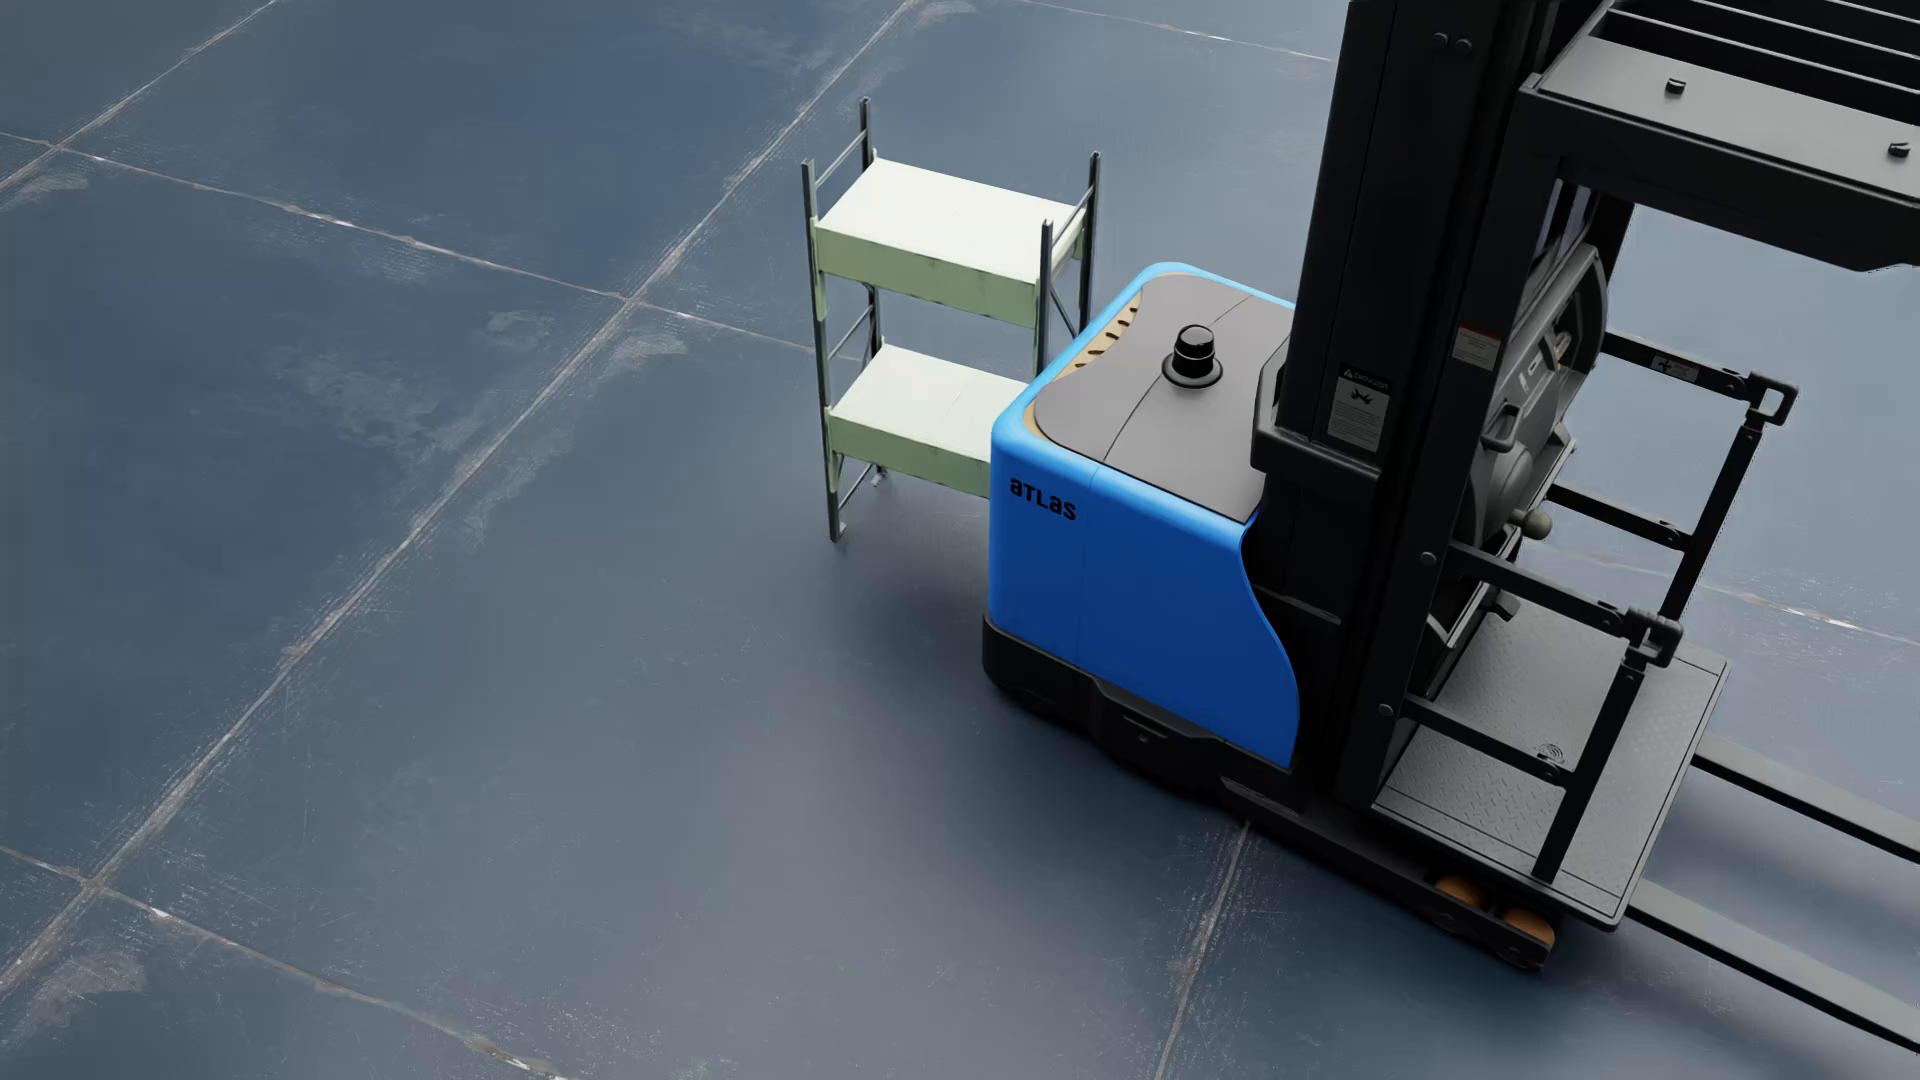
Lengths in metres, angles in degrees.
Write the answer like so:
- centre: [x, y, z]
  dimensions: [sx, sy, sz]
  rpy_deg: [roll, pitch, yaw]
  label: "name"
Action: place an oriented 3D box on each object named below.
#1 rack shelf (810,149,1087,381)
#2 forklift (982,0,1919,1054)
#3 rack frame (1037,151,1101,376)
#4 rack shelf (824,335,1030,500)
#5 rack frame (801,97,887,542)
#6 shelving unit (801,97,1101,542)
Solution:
- centre: [-0.023, -0.827, 4.965]
  dimensions: [0.720, 0.370, 0.431]
  rpy_deg: [18, 47, 17]
  label: "rack shelf"
- centre: [1.580, -0.299, 3.972]
  dimensions: [3.031, 2.935, 1.130]
  rpy_deg: [25, 50, 23]
  label: "forklift"
- centre: [0.311, -0.445, 5.134]
  dimensions: [0.023, 1.500, 0.400]
  rpy_deg: [18, 47, 17]
  label: "rack frame"
- centre: [-0.023, -0.320, 5.470]
  dimensions: [0.720, 0.370, 0.431]
  rpy_deg: [18, 47, 17]
  label: "rack shelf"
- centre: [-0.357, -0.657, 5.347]
  dimensions: [0.023, 1.500, 0.400]
  rpy_deg: [18, 47, 17]
  label: "rack frame"
- centre: [-0.023, -0.551, 5.240]
  dimensions: [0.755, 1.500, 0.431]
  rpy_deg: [18, 47, 17]
  label: "shelving unit"
